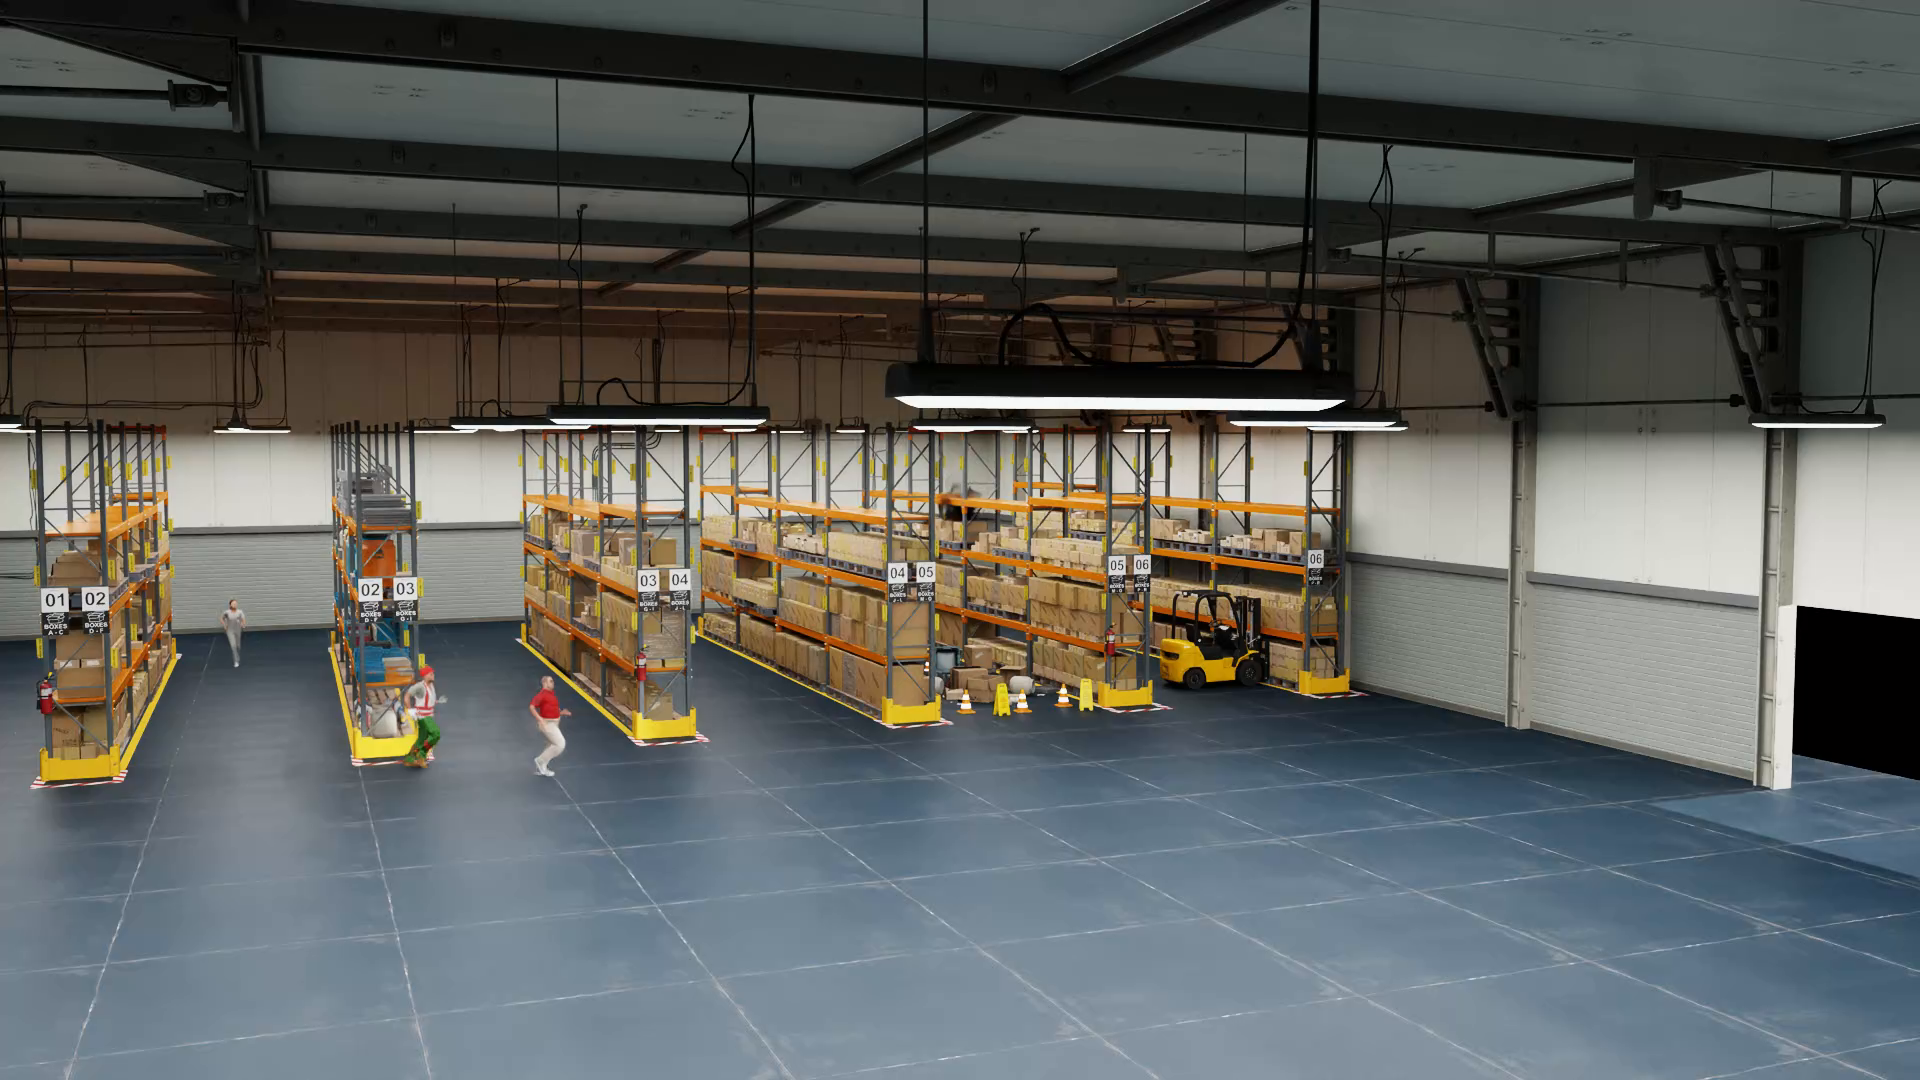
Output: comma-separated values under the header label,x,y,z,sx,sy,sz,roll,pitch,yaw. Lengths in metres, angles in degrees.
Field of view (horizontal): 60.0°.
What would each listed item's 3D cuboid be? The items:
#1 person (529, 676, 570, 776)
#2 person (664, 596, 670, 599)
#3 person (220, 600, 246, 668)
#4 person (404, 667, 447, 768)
label,x,y,z,sx,sy,sz,roll,pitch,yaw
person,-6.859,3.125,27.954,0.611,1.688,0.650,0,4,0
person,-8.047,1.989,46.076,0.607,1.709,0.787,-1,4,-17
person,-18.126,2.309,41.481,0.576,1.667,0.877,-2,4,-33
person,-9.190,3.048,28.565,0.735,1.750,0.647,0,4,2
